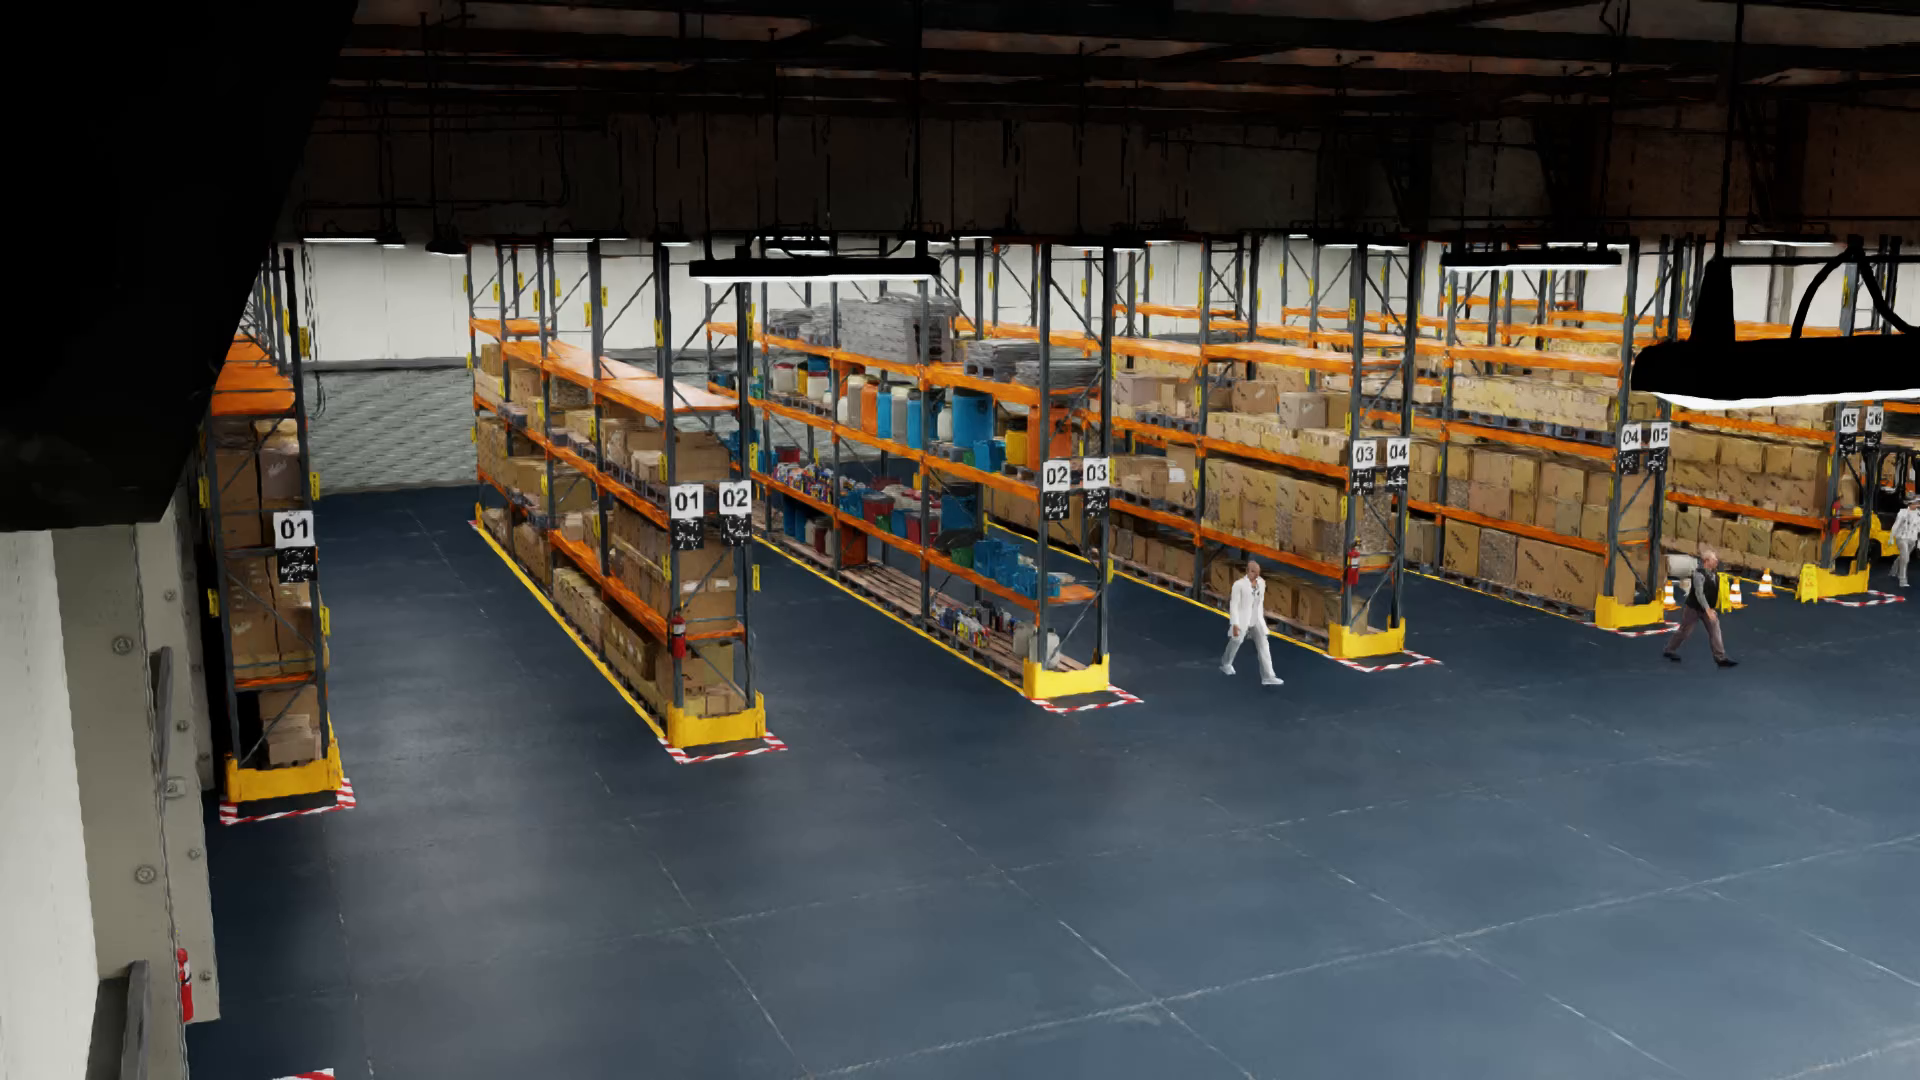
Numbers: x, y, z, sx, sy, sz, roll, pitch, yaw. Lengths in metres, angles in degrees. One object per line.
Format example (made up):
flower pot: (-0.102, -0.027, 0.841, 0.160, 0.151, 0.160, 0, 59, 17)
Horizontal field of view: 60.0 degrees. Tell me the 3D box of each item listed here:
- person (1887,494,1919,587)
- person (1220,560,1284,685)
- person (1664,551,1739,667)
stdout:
person: (16.529, -0.036, 29.052, 0.521, 1.611, 0.934, -1, 11, -3)
person: (3.978, 1.122, 22.867, 0.598, 1.668, 1.194, -4, 12, -21)
person: (10.601, 0.967, 23.728, 0.538, 1.664, 1.026, -7, 13, -31)
